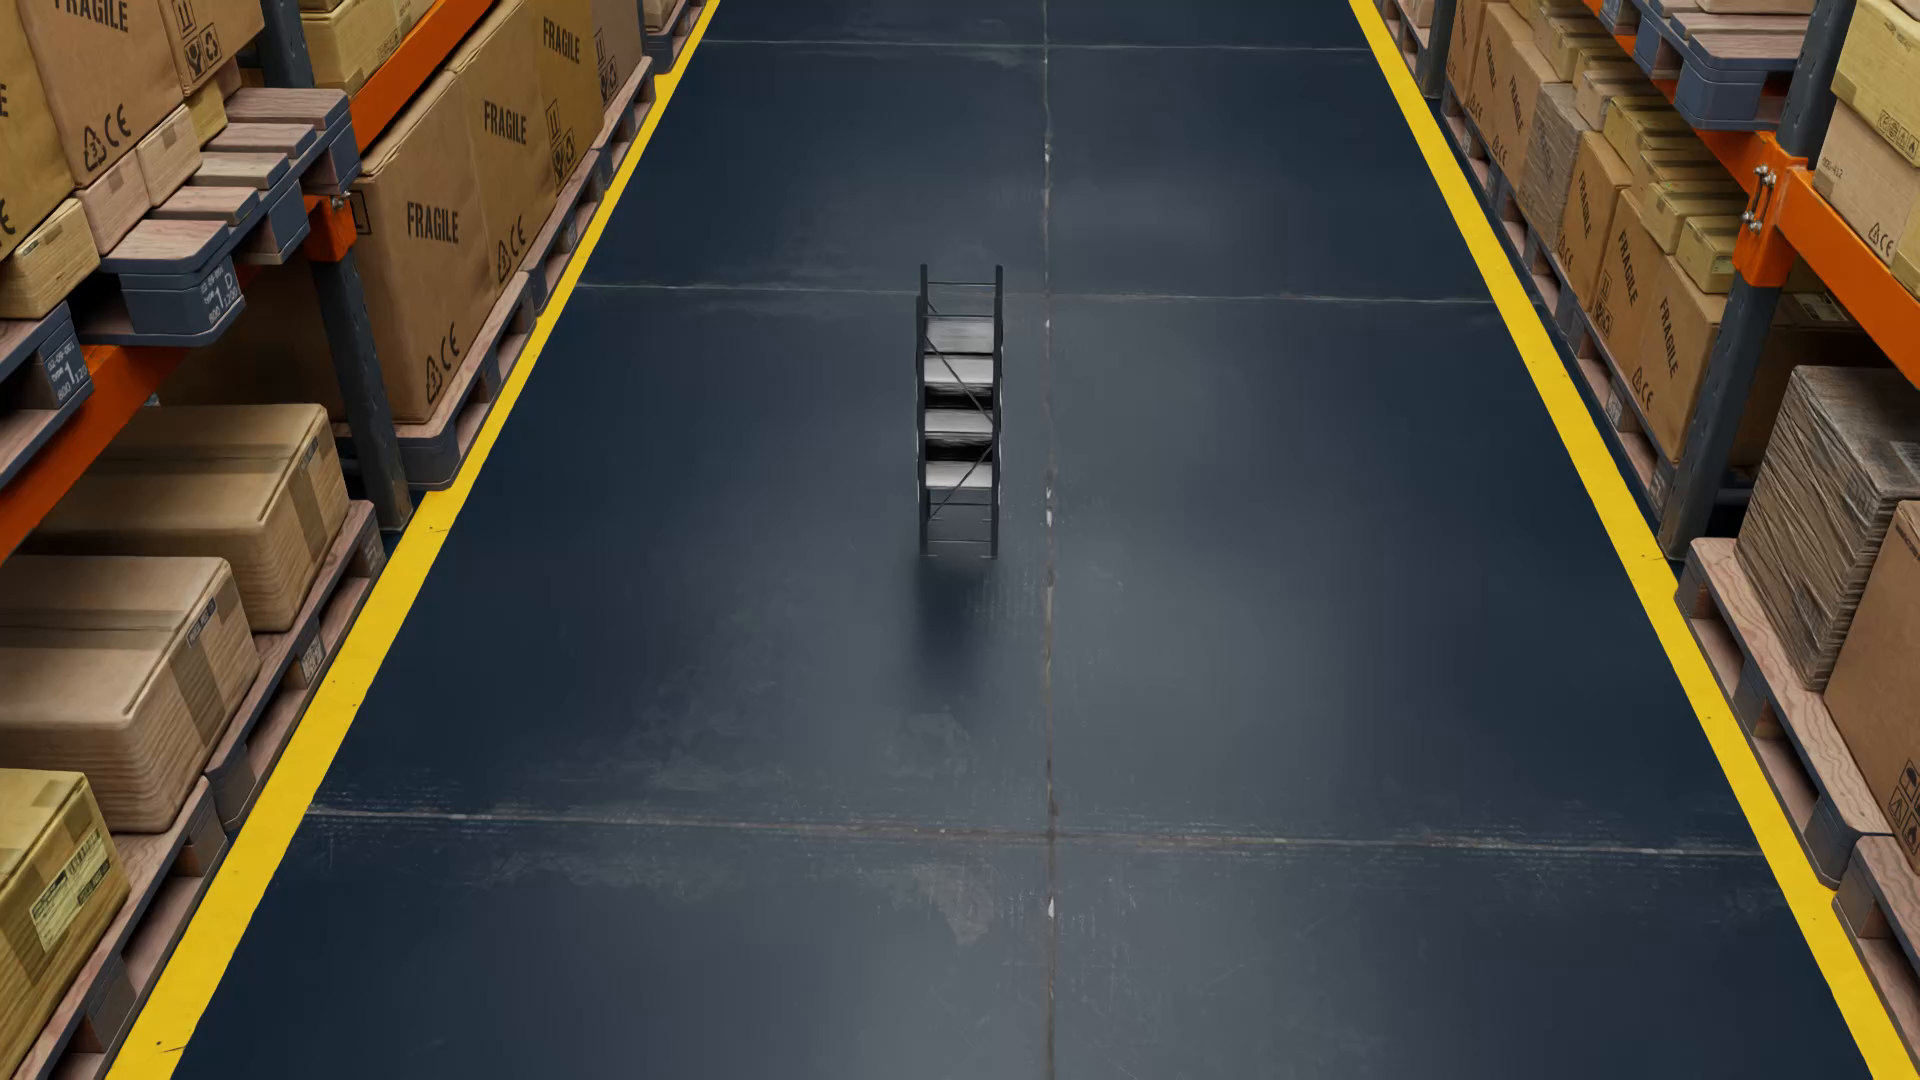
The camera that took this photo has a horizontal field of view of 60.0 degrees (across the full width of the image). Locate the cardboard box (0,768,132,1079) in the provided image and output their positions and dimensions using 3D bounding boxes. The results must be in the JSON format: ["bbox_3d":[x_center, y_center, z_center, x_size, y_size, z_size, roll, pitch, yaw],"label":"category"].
[{"bbox_3d":[-2.357,0.795,3.430,0.950,0.372,0.625,2,35,3],"label":"cardboard box"}]

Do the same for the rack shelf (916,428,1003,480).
[{"bbox_3d":[0.000,-0.272,5.069,0.258,0.077,0.200,1,35,2],"label":"rack shelf"}]

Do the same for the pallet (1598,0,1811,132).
[{"bbox_3d":[2.650,-1.492,4.932,1.213,0.211,1.003,1,35,2],"label":"pallet"}]

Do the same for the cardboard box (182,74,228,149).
[{"bbox_3d":[-1.983,-1.012,3.934,0.380,0.149,0.250,2,35,3],"label":"cardboard box"}]

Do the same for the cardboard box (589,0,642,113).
[{"bbox_3d":[-2.051,-2.535,7.731,0.875,0.875,0.875,2,35,3],"label":"cardboard box"}]

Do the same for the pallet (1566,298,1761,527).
[{"bbox_3d":[2.761,-0.467,5.731,1.003,0.211,1.213,1,35,2],"label":"pallet"}]

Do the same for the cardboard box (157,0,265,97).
[{"bbox_3d":[-2.007,-1.359,3.864,0.500,0.500,0.500,0,35,1],"label":"cardboard box"}]

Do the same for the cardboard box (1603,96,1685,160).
[{"bbox_3d":[2.560,-1.486,6.000,0.380,0.149,0.250,1,35,1],"label":"cardboard box"}]

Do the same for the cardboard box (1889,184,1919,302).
[{"bbox_3d":[2.406,-0.580,3.597,0.500,0.250,0.500,1,35,1],"label":"cardboard box"}]

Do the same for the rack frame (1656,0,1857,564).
[{"bbox_3d":[2.693,-1.180,4.320,1.000,3.000,0.127,1,35,2],"label":"rack frame"}]

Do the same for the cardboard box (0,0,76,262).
[{"bbox_3d":[-2.036,-0.772,3.029,0.500,0.500,0.500,-1,35,-1],"label":"cardboard box"}]

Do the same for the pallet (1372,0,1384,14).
[{"bbox_3d":[2.929,-3.434,9.953,1.003,0.211,1.213,1,35,2],"label":"pallet"}]

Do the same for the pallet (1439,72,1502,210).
[{"bbox_3d":[2.859,-1.869,7.726,1.003,0.211,1.213,1,35,2],"label":"pallet"}]

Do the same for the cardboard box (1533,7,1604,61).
[{"bbox_3d":[2.596,-2.083,6.850,0.380,0.149,0.250,1,35,2],"label":"cardboard box"}]

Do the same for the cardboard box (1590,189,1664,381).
[{"bbox_3d":[2.526,-0.864,5.679,0.500,0.500,0.500,1,35,1],"label":"cardboard box"}]

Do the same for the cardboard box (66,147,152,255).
[{"bbox_3d":[-1.967,-0.722,3.521,0.380,0.149,0.250,0,35,0],"label":"cardboard box"}]

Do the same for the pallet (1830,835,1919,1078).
[{"bbox_3d":[2.569,1.132,3.455,1.003,0.211,1.213,1,35,2],"label":"pallet"}]

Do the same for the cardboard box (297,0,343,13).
[{"bbox_3d":[-1.999,-1.721,4.785,0.500,0.250,0.500,1,35,2],"label":"cardboard box"}]

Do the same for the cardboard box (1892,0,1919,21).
[{"bbox_3d":[2.386,-1.310,3.854,0.380,0.149,0.250,2,35,3],"label":"cardboard box"}]

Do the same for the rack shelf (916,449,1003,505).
[{"bbox_3d":[0.000,-0.198,5.121,0.258,0.077,0.200,1,35,2],"label":"rack shelf"}]

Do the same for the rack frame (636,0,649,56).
[{"bbox_3d":[-2.106,-3.590,7.750,1.000,3.000,0.127,1,35,2],"label":"rack frame"}]

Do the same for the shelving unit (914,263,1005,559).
[{"bbox_3d":[0.000,-0.373,4.998,0.258,0.900,0.210,1,35,2],"label":"shelving unit"}]

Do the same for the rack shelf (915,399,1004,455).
[{"bbox_3d":[0.000,-0.346,5.017,0.258,0.077,0.200,1,35,2],"label":"rack shelf"}]

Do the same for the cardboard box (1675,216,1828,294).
[{"bbox_3d":[2.460,-0.884,5.143,0.380,0.149,0.250,0,35,0],"label":"cardboard box"}]

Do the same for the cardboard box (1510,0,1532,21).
[{"bbox_3d":[2.641,-2.384,7.278,0.380,0.149,0.250,0,35,-1],"label":"cardboard box"}]

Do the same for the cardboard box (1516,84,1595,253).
[{"bbox_3d":[2.547,-1.464,6.533,0.500,0.500,0.500,0,35,0],"label":"cardboard box"}]

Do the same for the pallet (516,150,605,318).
[{"bbox_3d":[-2.108,-1.302,6.919,1.003,0.211,1.213,1,35,2],"label":"pallet"}]

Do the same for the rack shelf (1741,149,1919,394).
[{"bbox_3d":[2.613,0.264,2.892,1.077,0.370,4.000,1,35,2],"label":"rack shelf"}]

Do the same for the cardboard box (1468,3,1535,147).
[{"bbox_3d":[2.598,-2.048,7.364,0.500,0.500,0.500,1,35,1],"label":"cardboard box"}]

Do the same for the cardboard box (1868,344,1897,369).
[{"bbox_3d":[2.990,-0.565,5.253,0.500,0.500,0.500,3,35,4],"label":"cardboard box"}]

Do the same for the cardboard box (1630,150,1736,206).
[{"bbox_3d":[2.495,-1.192,5.581,0.380,0.149,0.250,0,35,0],"label":"cardboard box"}]

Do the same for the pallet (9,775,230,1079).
[{"bbox_3d":[-2.351,0.997,3.648,1.003,0.211,1.213,1,35,2],"label":"pallet"}]

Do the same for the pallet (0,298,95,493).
[{"bbox_3d":[-2.305,-0.075,2.916,1.003,0.211,1.213,1,35,2],"label":"pallet"}]

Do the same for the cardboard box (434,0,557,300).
[{"bbox_3d":[-2.116,-1.502,6.261,0.875,0.875,0.875,2,35,2],"label":"cardboard box"}]

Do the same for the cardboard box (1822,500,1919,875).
[{"bbox_3d":[2.636,0.354,3.838,0.875,0.625,0.625,2,35,3],"label":"cardboard box"}]

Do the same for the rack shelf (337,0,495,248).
[{"bbox_3d":[-2.186,-2.147,6.322,1.077,0.370,4.000,1,35,2],"label":"rack shelf"}]

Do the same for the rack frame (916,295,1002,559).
[{"bbox_3d":[-0.004,-0.314,4.915,0.240,0.900,0.006,1,35,2],"label":"rack frame"}]

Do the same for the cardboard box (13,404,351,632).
[{"bbox_3d":[-2.299,-0.065,4.653,0.950,0.372,0.625,-1,35,-1],"label":"cardboard box"}]

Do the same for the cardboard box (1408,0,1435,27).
[{"bbox_3d":[2.583,-2.810,8.754,0.380,0.149,0.250,0,35,0],"label":"cardboard box"}]

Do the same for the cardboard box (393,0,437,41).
[{"bbox_3d":[-1.993,-1.802,5.335,0.500,0.250,0.500,0,35,1],"label":"cardboard box"}]

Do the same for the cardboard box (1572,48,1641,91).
[{"bbox_3d":[2.602,-1.785,6.426,0.380,0.149,0.250,1,35,2],"label":"cardboard box"}]

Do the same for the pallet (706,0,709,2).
[{"bbox_3d":[-1.951,-3.587,10.171,1.003,0.211,1.213,1,35,2],"label":"pallet"}]
